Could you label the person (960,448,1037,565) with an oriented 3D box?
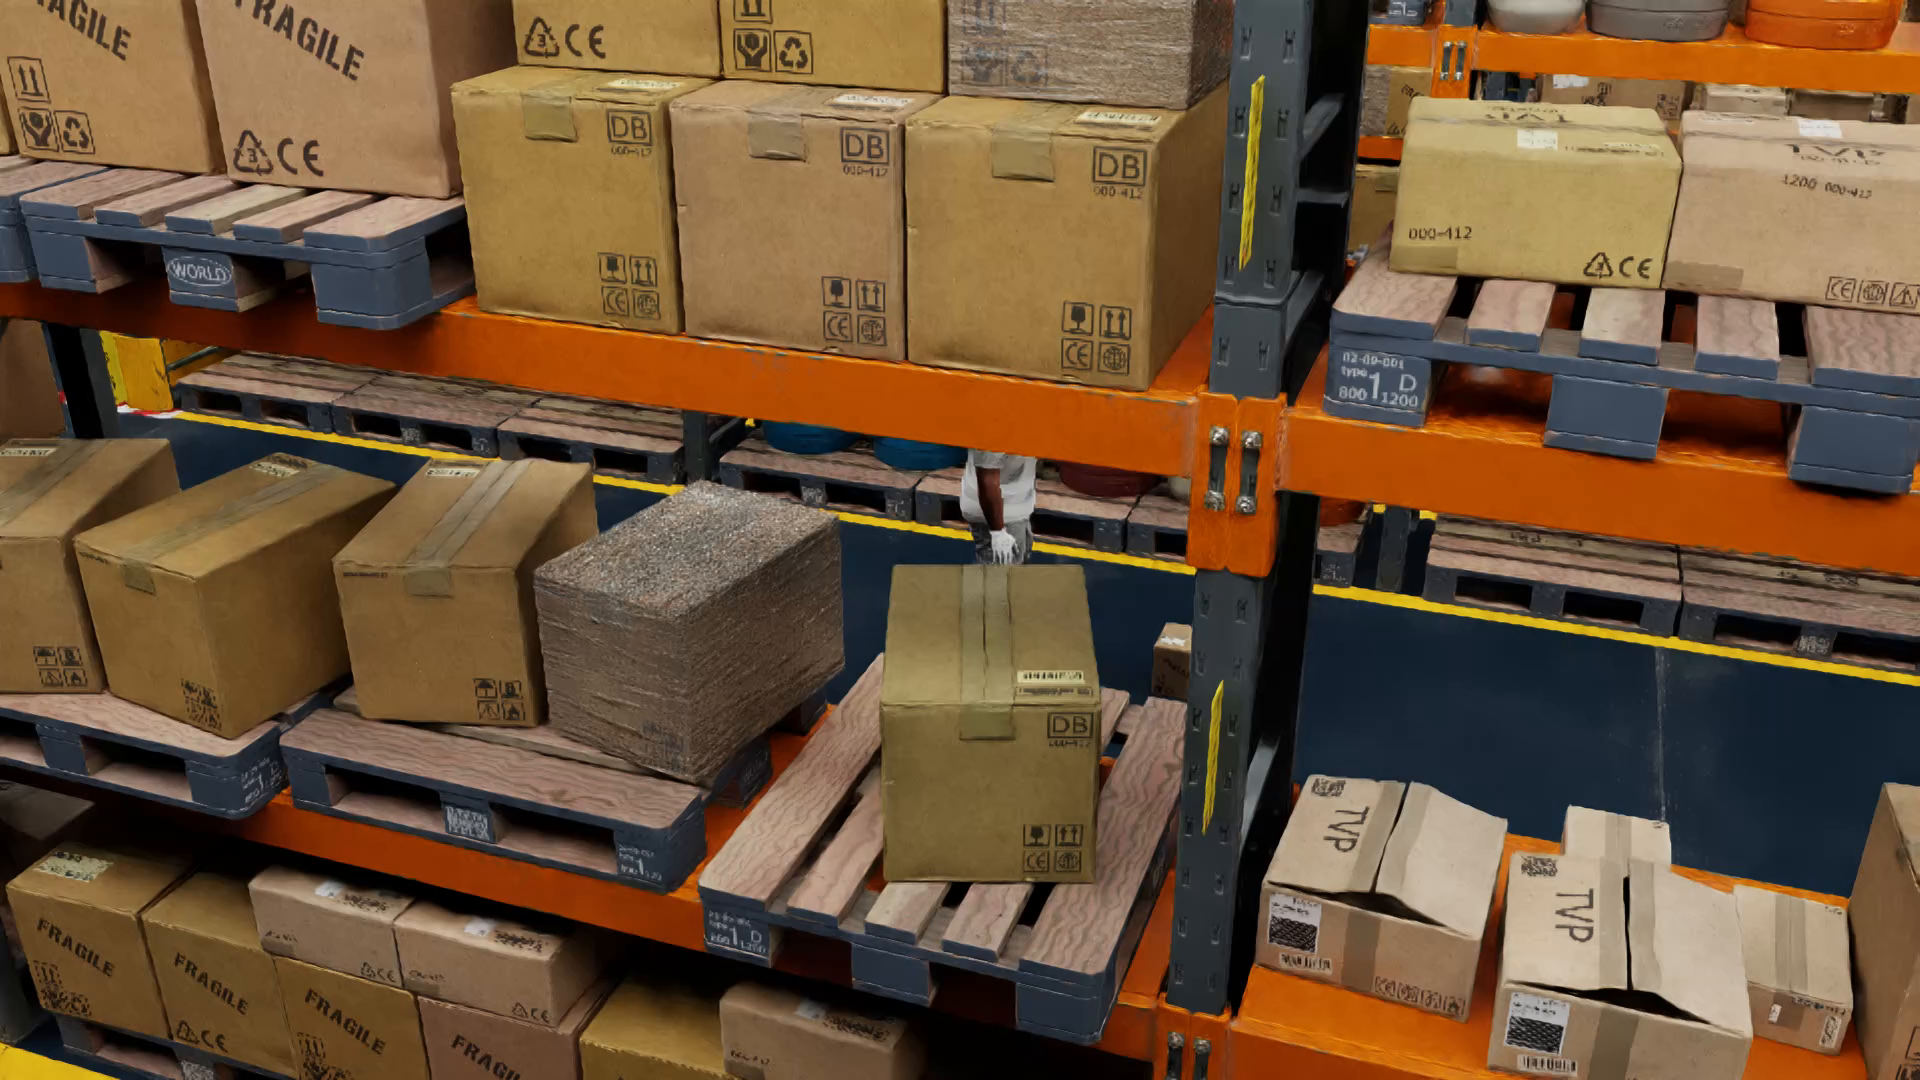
[{"bbox_3d":[0.226,-0.141,7.334,0.455,1.776,0.687,0,25,0],"label":"person"}]
